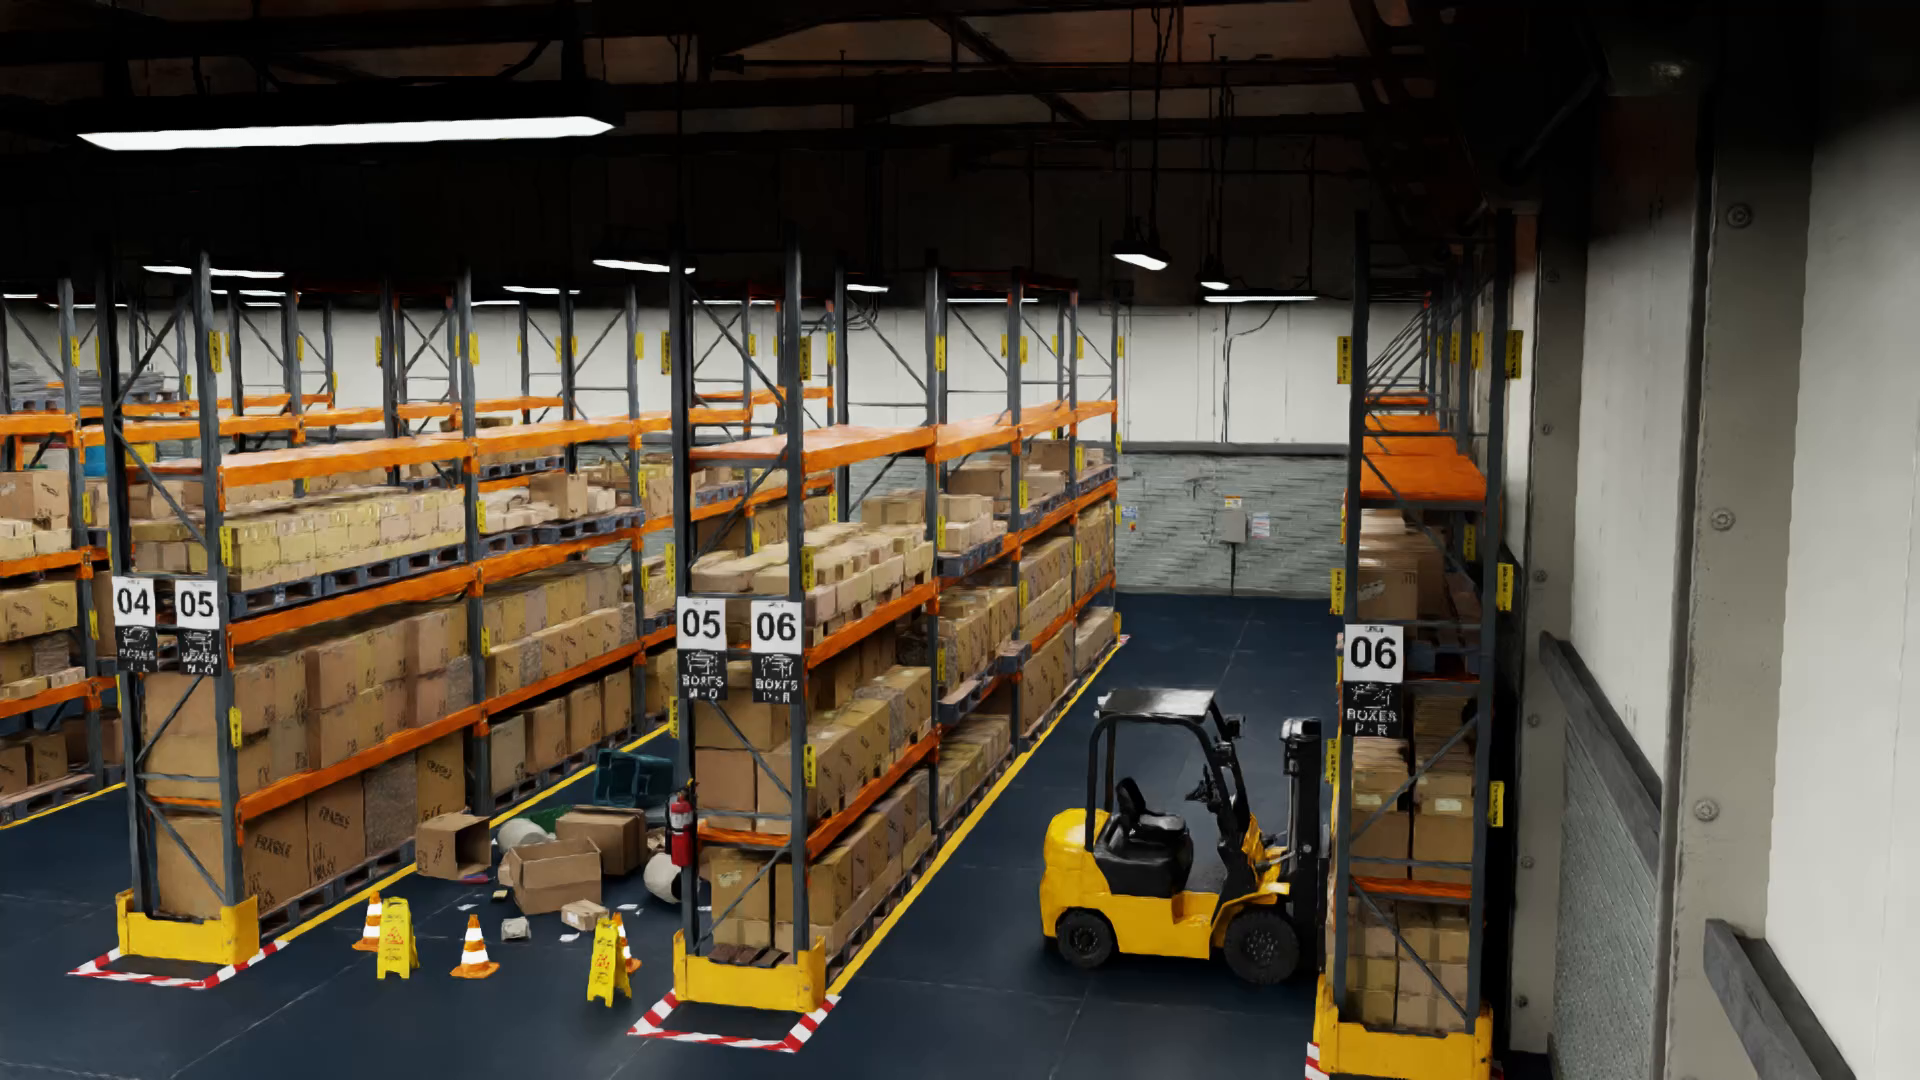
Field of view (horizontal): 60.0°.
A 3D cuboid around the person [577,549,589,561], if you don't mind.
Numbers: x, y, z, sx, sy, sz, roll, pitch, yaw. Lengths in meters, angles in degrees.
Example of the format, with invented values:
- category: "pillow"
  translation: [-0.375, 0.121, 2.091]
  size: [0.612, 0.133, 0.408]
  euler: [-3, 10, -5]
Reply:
- category: "person"
  translation: [-6.286, 0.958, 27.636]
  size: [0.337, 1.683, 0.549]
  euler: [0, 7, 2]
